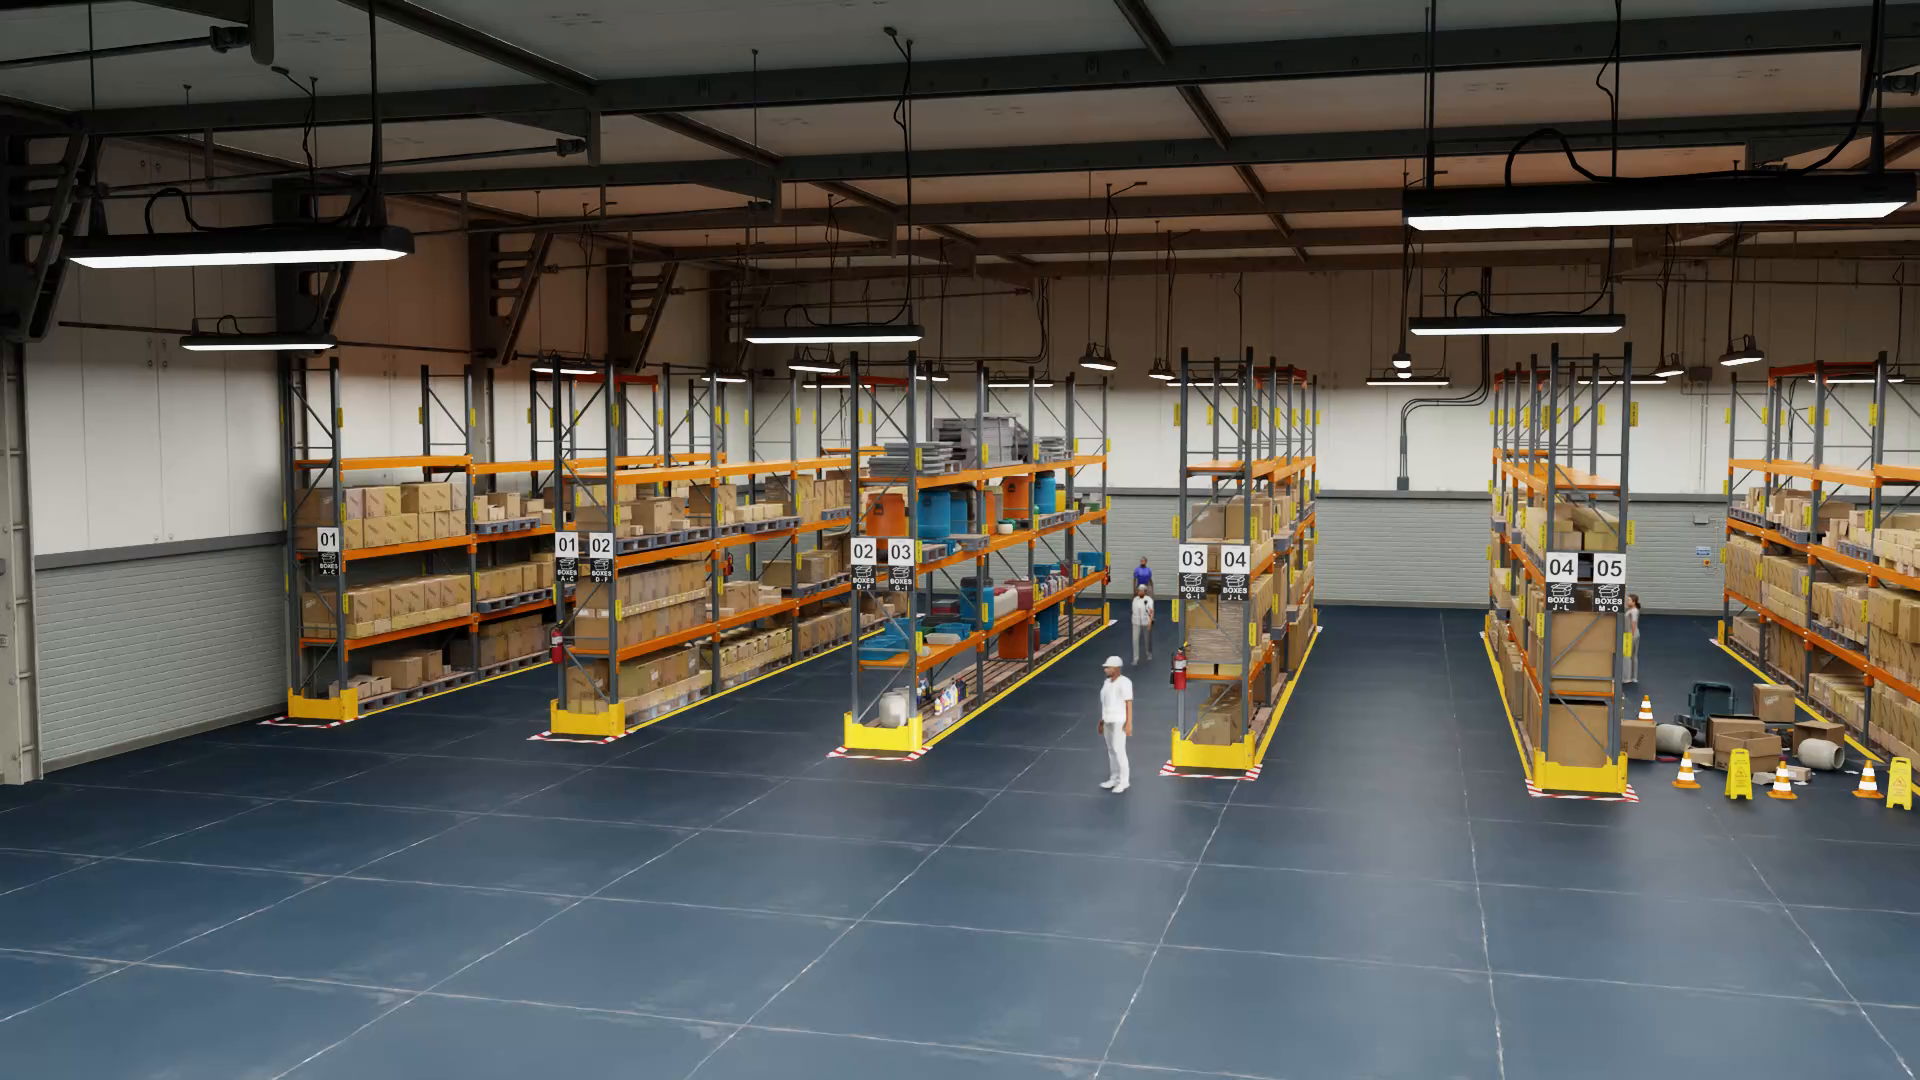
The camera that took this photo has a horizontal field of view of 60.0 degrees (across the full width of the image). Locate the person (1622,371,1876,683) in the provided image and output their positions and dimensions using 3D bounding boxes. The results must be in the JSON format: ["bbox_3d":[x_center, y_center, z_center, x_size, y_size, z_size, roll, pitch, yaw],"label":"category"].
[{"bbox_3d":[14.103,-0.102,30.042,4.280,5.809,0.883,3,5,37],"label":"person"}]

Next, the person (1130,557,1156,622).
[{"bbox_3d":[4.521,1.207,40.877,0.579,1.608,0.980,-1,4,-17],"label":"person"}]

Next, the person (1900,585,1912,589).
[{"bbox_3d":[20.927,1.443,36.847,0.845,1.685,0.557,1,4,14],"label":"person"}]

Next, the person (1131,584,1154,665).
[{"bbox_3d":[3.714,1.710,33.819,0.480,1.613,0.976,1,4,13],"label":"person"}]

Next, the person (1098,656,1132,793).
[{"bbox_3d":[2.080,2.477,22.502,0.391,1.805,0.618,-2,5,-27],"label":"person"}]
